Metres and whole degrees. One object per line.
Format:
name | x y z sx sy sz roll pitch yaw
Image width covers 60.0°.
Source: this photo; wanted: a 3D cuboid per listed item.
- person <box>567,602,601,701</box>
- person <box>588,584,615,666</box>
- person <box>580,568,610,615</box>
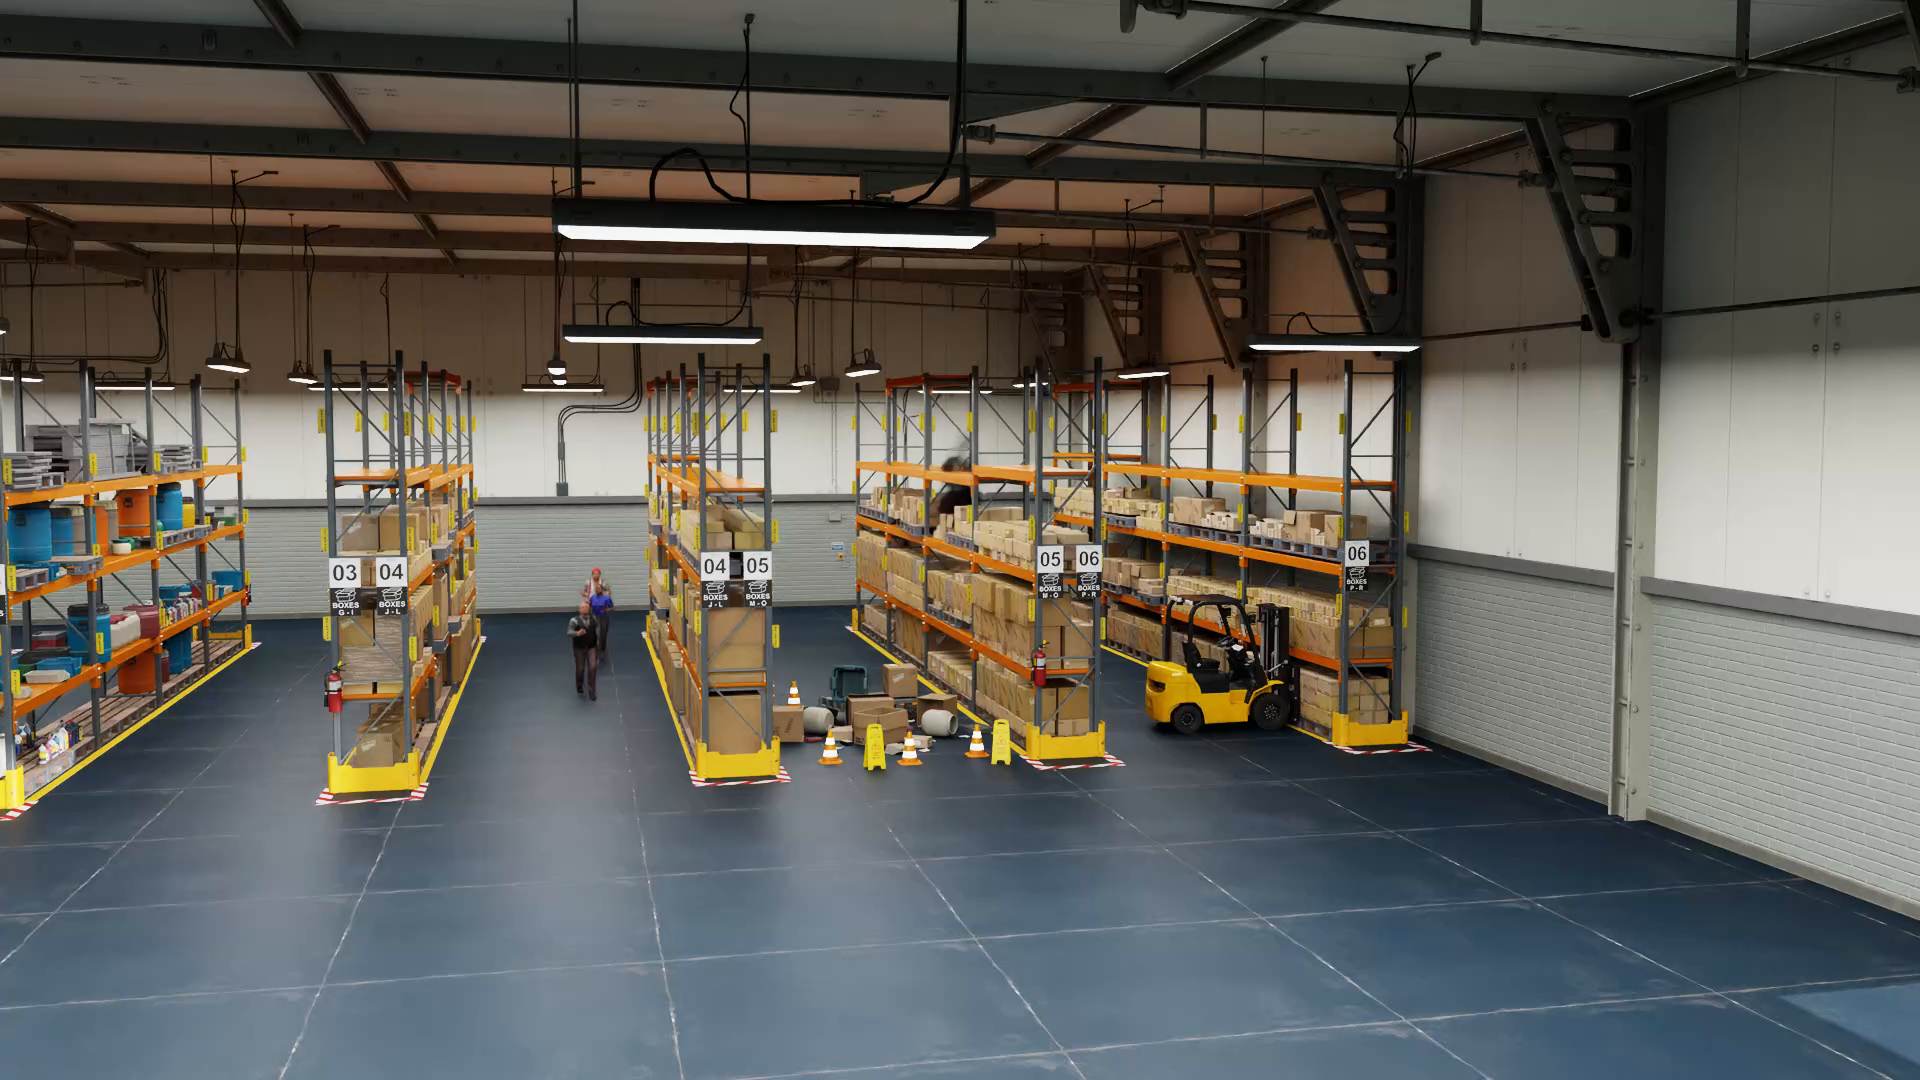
person | -6.845 2.012 30.364 0.650 1.755 0.826 -2 4 -23
person | -7.523 1.799 34.904 0.561 1.593 0.847 -1 4 -8
person | -8.196 1.530 37.352 0.652 1.824 0.727 -1 4 -8
